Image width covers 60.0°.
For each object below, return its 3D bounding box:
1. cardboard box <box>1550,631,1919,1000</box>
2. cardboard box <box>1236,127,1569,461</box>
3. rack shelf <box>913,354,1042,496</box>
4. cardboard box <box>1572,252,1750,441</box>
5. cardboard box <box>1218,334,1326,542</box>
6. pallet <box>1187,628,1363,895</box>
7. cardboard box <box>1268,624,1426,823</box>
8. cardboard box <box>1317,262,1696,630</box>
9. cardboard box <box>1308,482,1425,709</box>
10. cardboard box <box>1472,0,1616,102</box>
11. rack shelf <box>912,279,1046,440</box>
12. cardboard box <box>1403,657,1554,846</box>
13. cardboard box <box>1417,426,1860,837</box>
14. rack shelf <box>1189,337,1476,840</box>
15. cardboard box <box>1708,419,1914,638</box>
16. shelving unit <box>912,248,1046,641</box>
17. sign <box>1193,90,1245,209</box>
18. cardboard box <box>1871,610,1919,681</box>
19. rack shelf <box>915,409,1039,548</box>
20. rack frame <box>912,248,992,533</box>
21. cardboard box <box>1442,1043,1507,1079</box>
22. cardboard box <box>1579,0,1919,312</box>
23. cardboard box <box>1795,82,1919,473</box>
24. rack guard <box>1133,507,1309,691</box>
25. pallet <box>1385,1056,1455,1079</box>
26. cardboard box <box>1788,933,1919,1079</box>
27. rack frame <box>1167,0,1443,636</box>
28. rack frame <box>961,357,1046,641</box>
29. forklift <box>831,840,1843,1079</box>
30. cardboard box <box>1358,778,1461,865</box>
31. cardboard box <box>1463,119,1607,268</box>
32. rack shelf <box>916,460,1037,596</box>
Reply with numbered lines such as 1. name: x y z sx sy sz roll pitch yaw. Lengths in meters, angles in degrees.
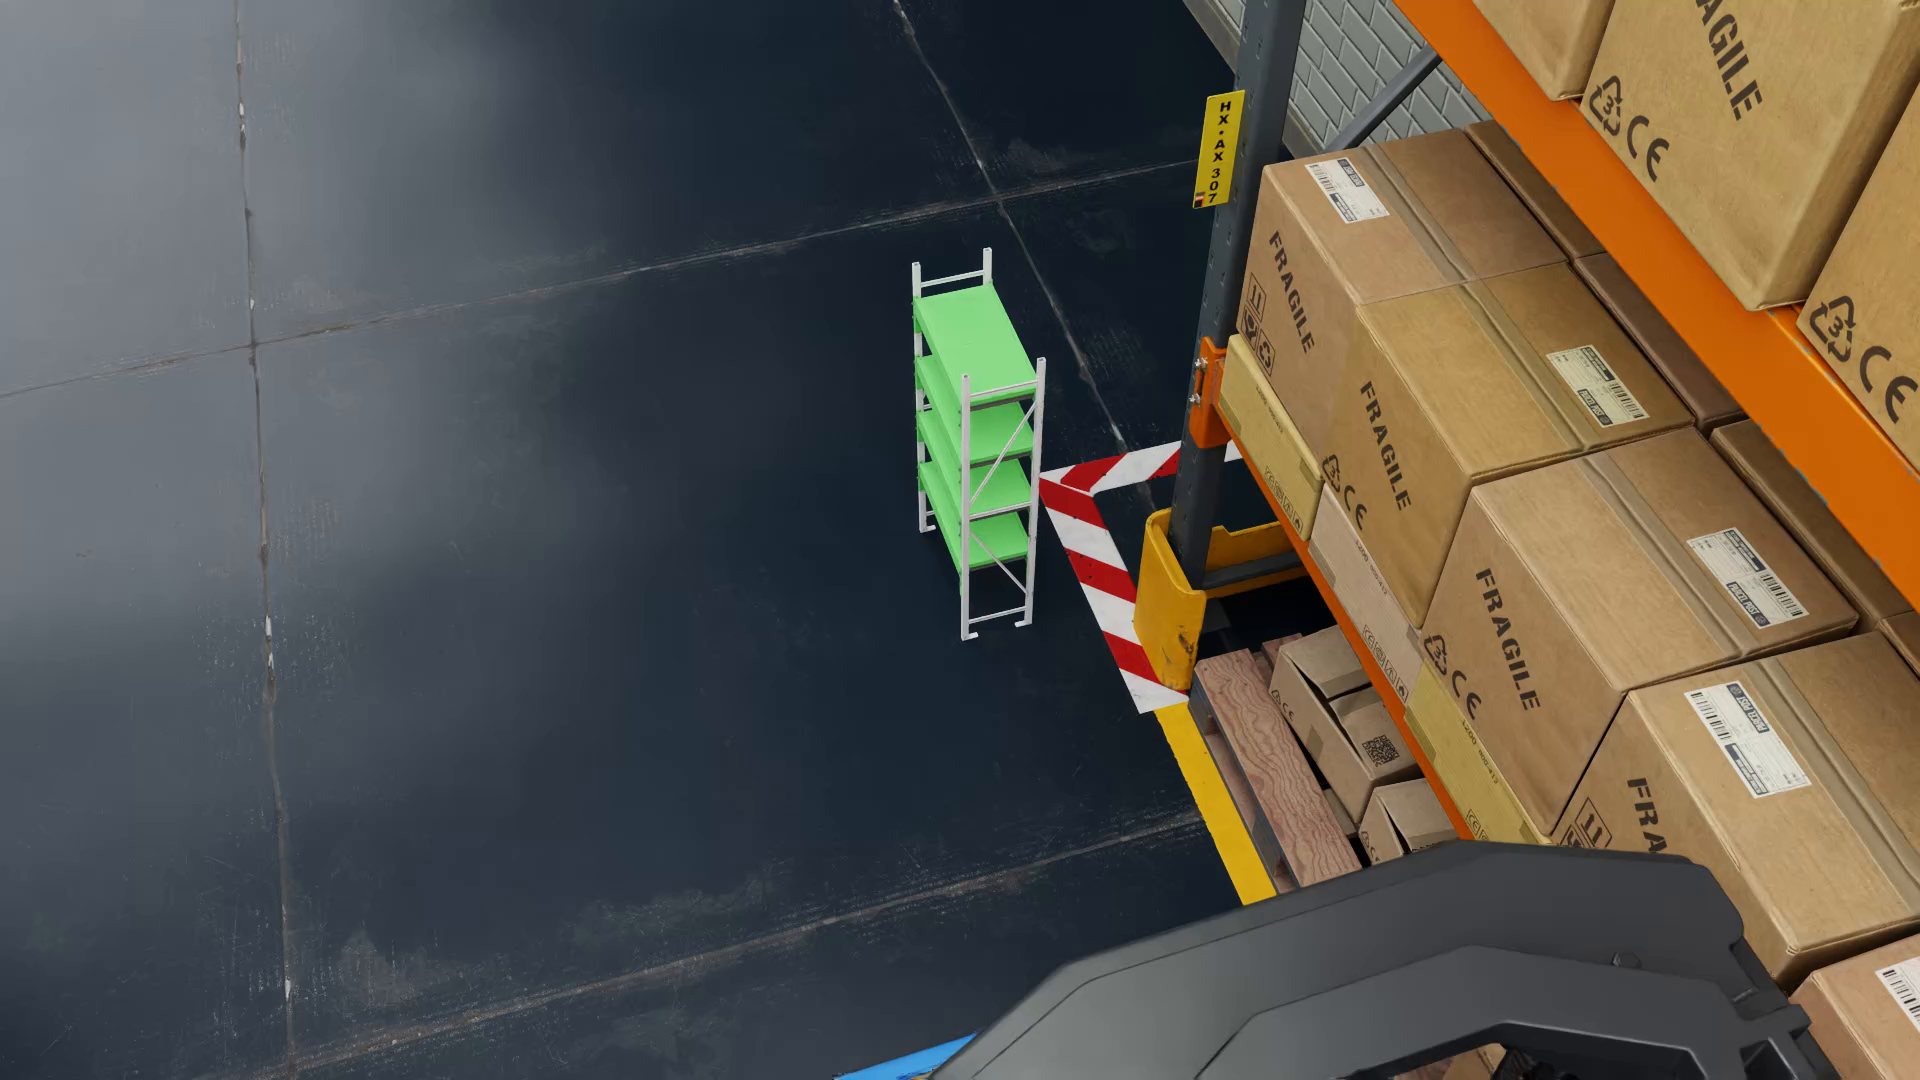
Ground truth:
1. cardboard box: 1.446 0.550 2.919 0.500 0.500 0.500 -12 51 -10
2. cardboard box: 0.999 -0.566 3.860 0.500 0.500 0.500 -13 51 -11
3. rack shelf: 0.049 -0.379 5.055 0.258 0.148 0.480 -13 51 -11
4. cardboard box: 1.626 -0.317 3.650 0.500 0.500 0.500 -13 51 -10
5. cardboard box: 0.986 -0.313 4.137 0.500 0.250 0.500 -15 51 -12
6. pallet: 1.374 0.773 4.961 1.003 0.211 1.213 -13 51 -11
7. cardboard box: 1.263 0.468 4.865 0.500 0.311 0.500 -19 52 -15
8. cardboard box: 1.135 -0.203 3.554 0.500 0.500 0.500 -13 51 -11
9. cardboard box: 1.153 0.063 3.820 0.500 0.250 0.500 -15 51 -12
10. cardboard box: 1.129 -1.087 2.664 0.500 0.500 0.500 -10 51 -9
11. rack shelf: 0.049 -0.534 4.871 0.258 0.148 0.480 -13 51 -11
12. cardboard box: 1.298 0.437 3.505 0.500 0.250 0.500 -14 51 -12
13. cardboard box: 1.282 0.176 3.234 0.500 0.500 0.500 -15 51 -12
14. rack shelf: 1.736 0.910 3.492 1.077 0.370 4.000 -13 51 -11
15. cardboard box: 1.783 0.060 3.332 0.500 0.500 0.500 -15 51 -12
16. shelving unit: 0.049 -0.266 5.189 0.258 1.200 0.503 -13 51 -11
17. sign: 0.626 -0.939 4.014 0.100 0.325 0.005 -13 51 -11
18. cardboard box: 1.932 0.428 3.022 0.500 0.500 0.500 -13 51 -10
19. rack shelf: 0.049 -0.225 5.238 0.258 0.148 0.480 -13 51 -11
20. rack frame: -0.023 -0.444 5.340 0.240 1.200 0.015 -13 51 -11
21. cardboard box: 1.601 1.370 3.980 0.700 0.500 0.500 -16 52 -13
22. cardboard box: 1.287 -0.709 2.345 0.500 0.500 0.500 -11 51 -9
23. cardboard box: 1.465 -0.323 2.020 0.500 0.500 0.500 -10 51 -9
24. rack guard: 1.167 0.078 5.357 1.175 0.500 0.348 -13 51 -11
25. pallet: 1.731 1.662 4.211 1.003 0.211 1.213 -13 51 -11
26. cardboard box: 1.601 0.930 2.599 0.500 0.500 0.500 -15 51 -12
27. rack frame: 1.145 -0.783 4.448 1.000 3.000 0.127 -13 51 -11
28. rack frame: 0.121 -0.088 5.039 0.240 1.200 0.015 -13 51 -11
29. forklift: 0.588 1.835 2.286 1.130 2.935 3.031 -14 51 -12
30. cardboard box: 1.432 0.884 4.514 0.500 0.311 0.500 -10 51 -8
31. cardboard box: 1.487 -0.687 3.961 0.500 0.500 0.500 -14 51 -11
32. rack shelf: 0.049 -0.070 5.422 0.258 0.148 0.480 -13 51 -11
